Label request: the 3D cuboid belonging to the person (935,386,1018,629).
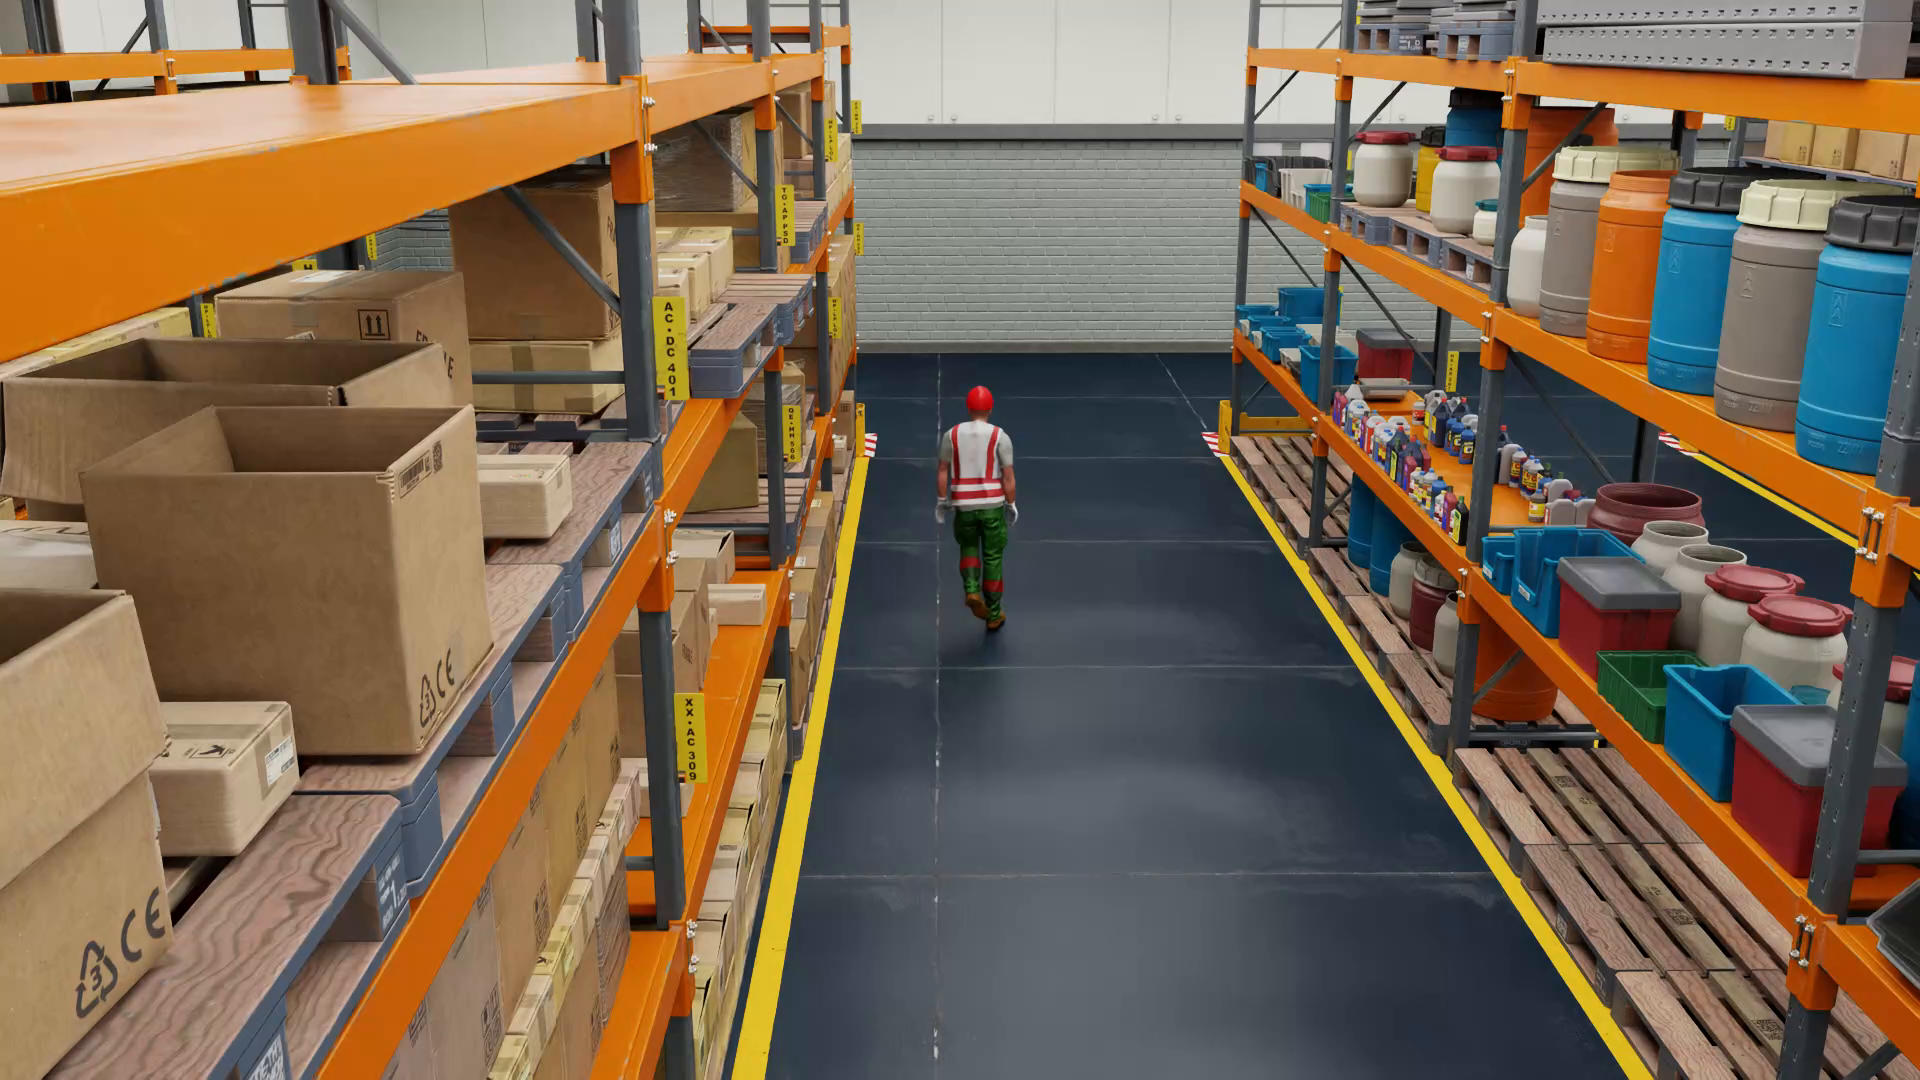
[{"bbox_3d":[0.110,-0.251,12.278,0.611,1.763,0.505,4,17,13],"label":"person"}]
